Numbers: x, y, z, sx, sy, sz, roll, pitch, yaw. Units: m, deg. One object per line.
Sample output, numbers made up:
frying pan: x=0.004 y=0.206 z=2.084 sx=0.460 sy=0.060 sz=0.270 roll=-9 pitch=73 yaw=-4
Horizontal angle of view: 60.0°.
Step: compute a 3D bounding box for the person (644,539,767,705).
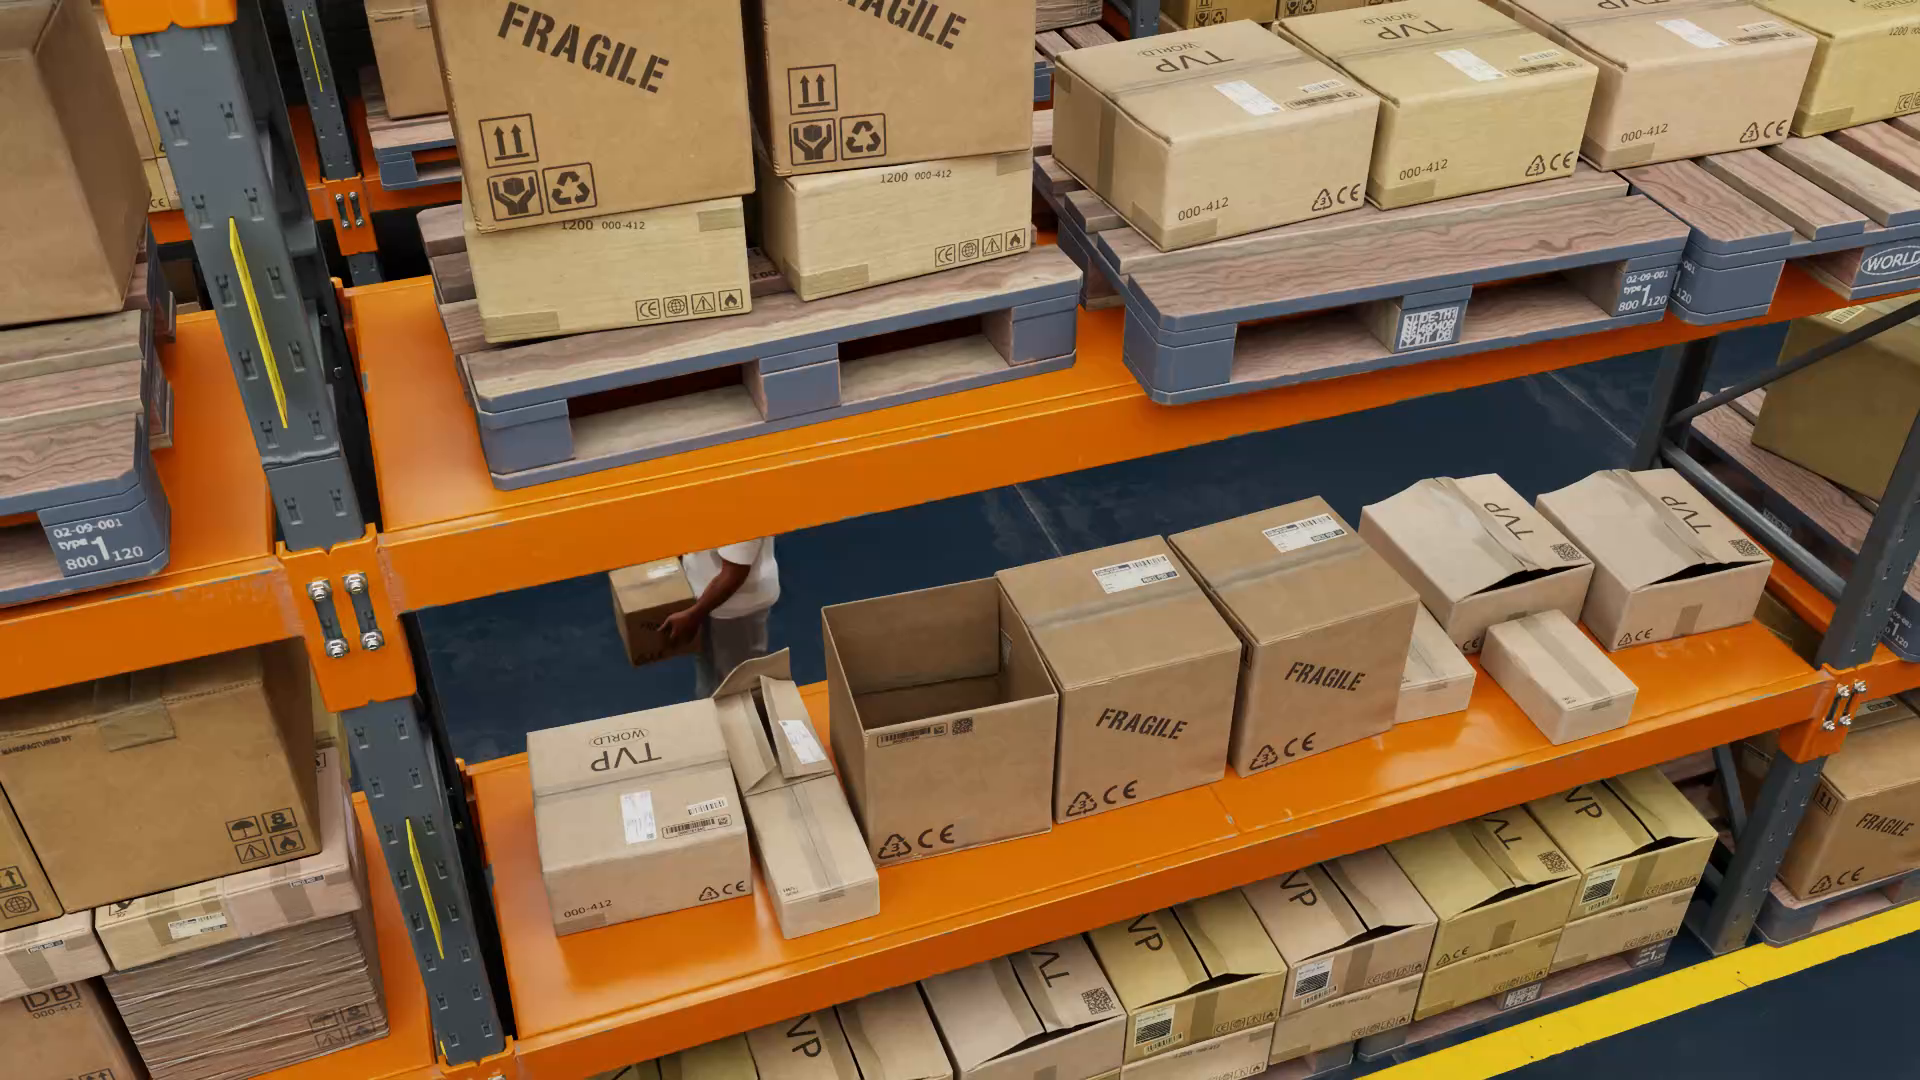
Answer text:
person: x=-0.954 y=0.200 z=5.852 sx=0.585 sy=1.768 sz=0.560 roll=-13 pitch=39 yaw=-16
